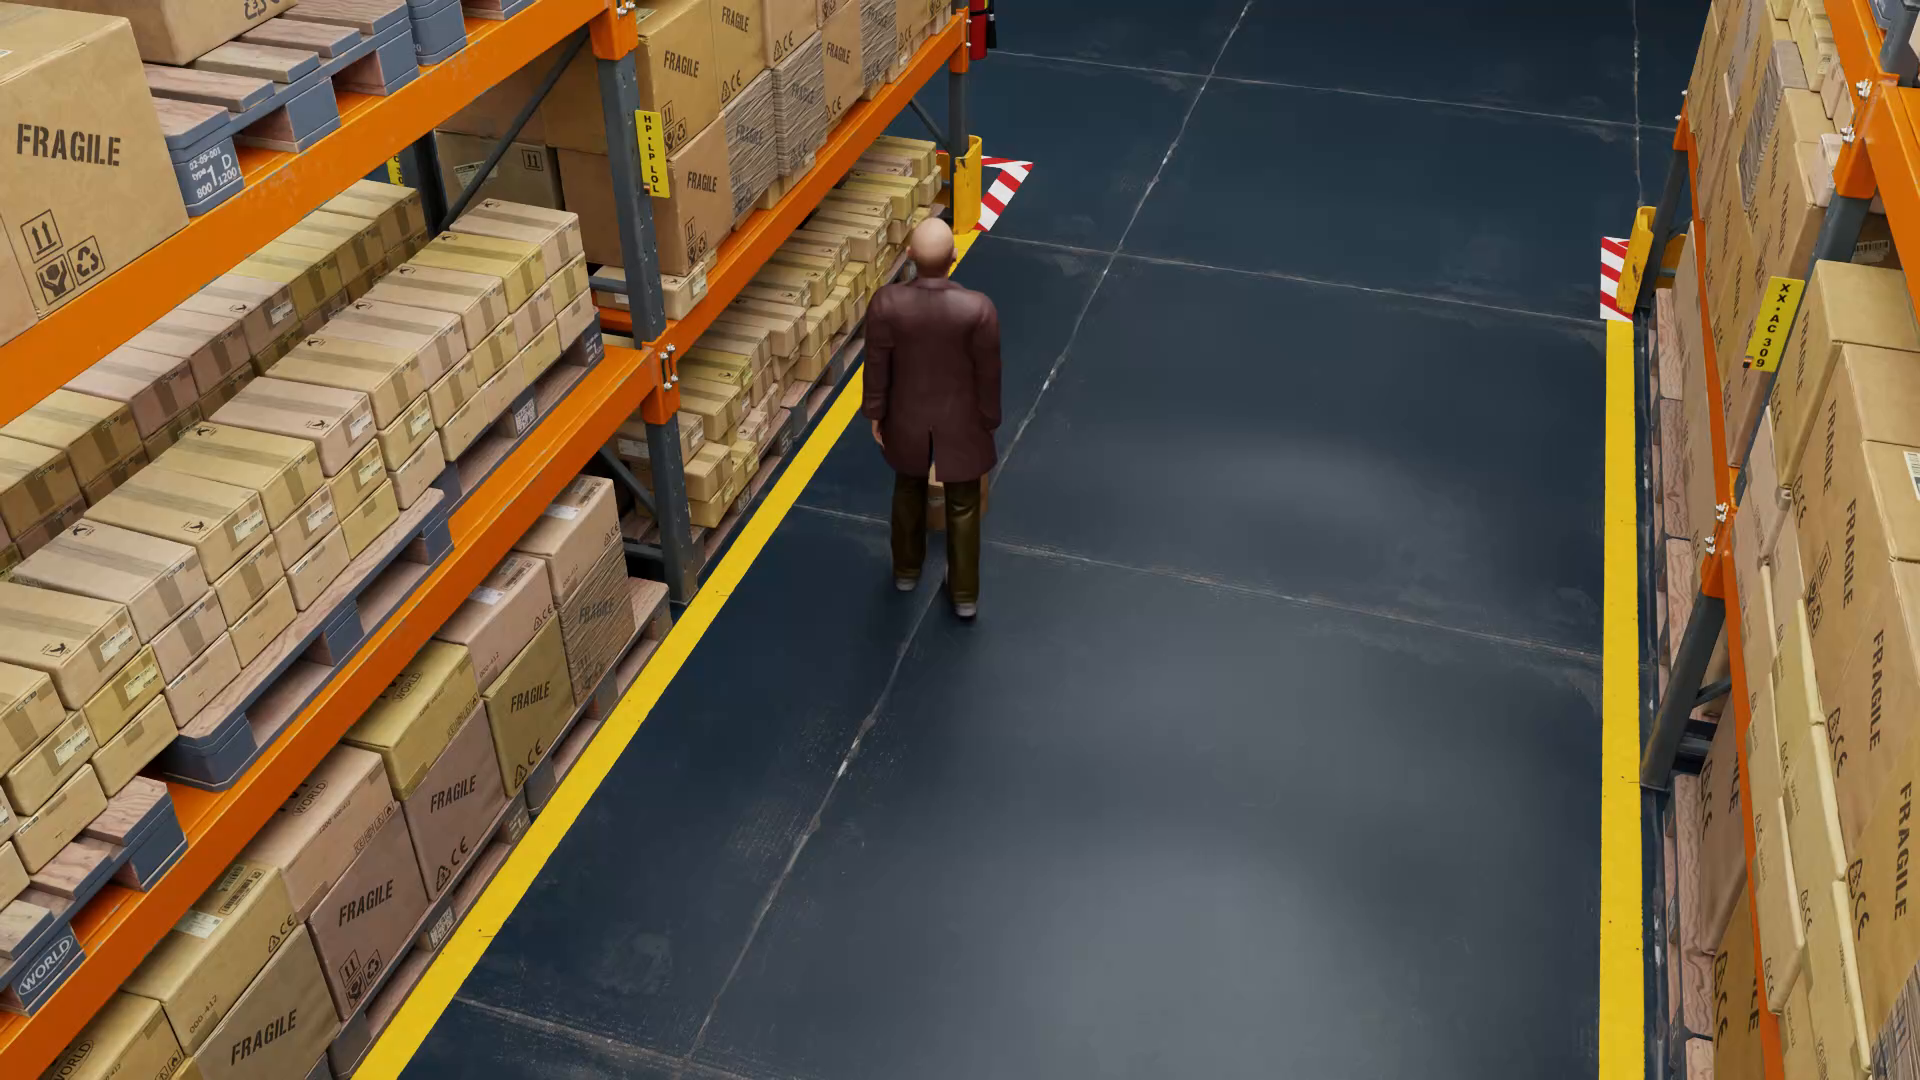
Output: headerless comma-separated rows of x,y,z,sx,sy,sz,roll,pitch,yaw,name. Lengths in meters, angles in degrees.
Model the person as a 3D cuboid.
-0.109,-0.528,6.883,0.582,1.793,0.533,5,37,7,person
